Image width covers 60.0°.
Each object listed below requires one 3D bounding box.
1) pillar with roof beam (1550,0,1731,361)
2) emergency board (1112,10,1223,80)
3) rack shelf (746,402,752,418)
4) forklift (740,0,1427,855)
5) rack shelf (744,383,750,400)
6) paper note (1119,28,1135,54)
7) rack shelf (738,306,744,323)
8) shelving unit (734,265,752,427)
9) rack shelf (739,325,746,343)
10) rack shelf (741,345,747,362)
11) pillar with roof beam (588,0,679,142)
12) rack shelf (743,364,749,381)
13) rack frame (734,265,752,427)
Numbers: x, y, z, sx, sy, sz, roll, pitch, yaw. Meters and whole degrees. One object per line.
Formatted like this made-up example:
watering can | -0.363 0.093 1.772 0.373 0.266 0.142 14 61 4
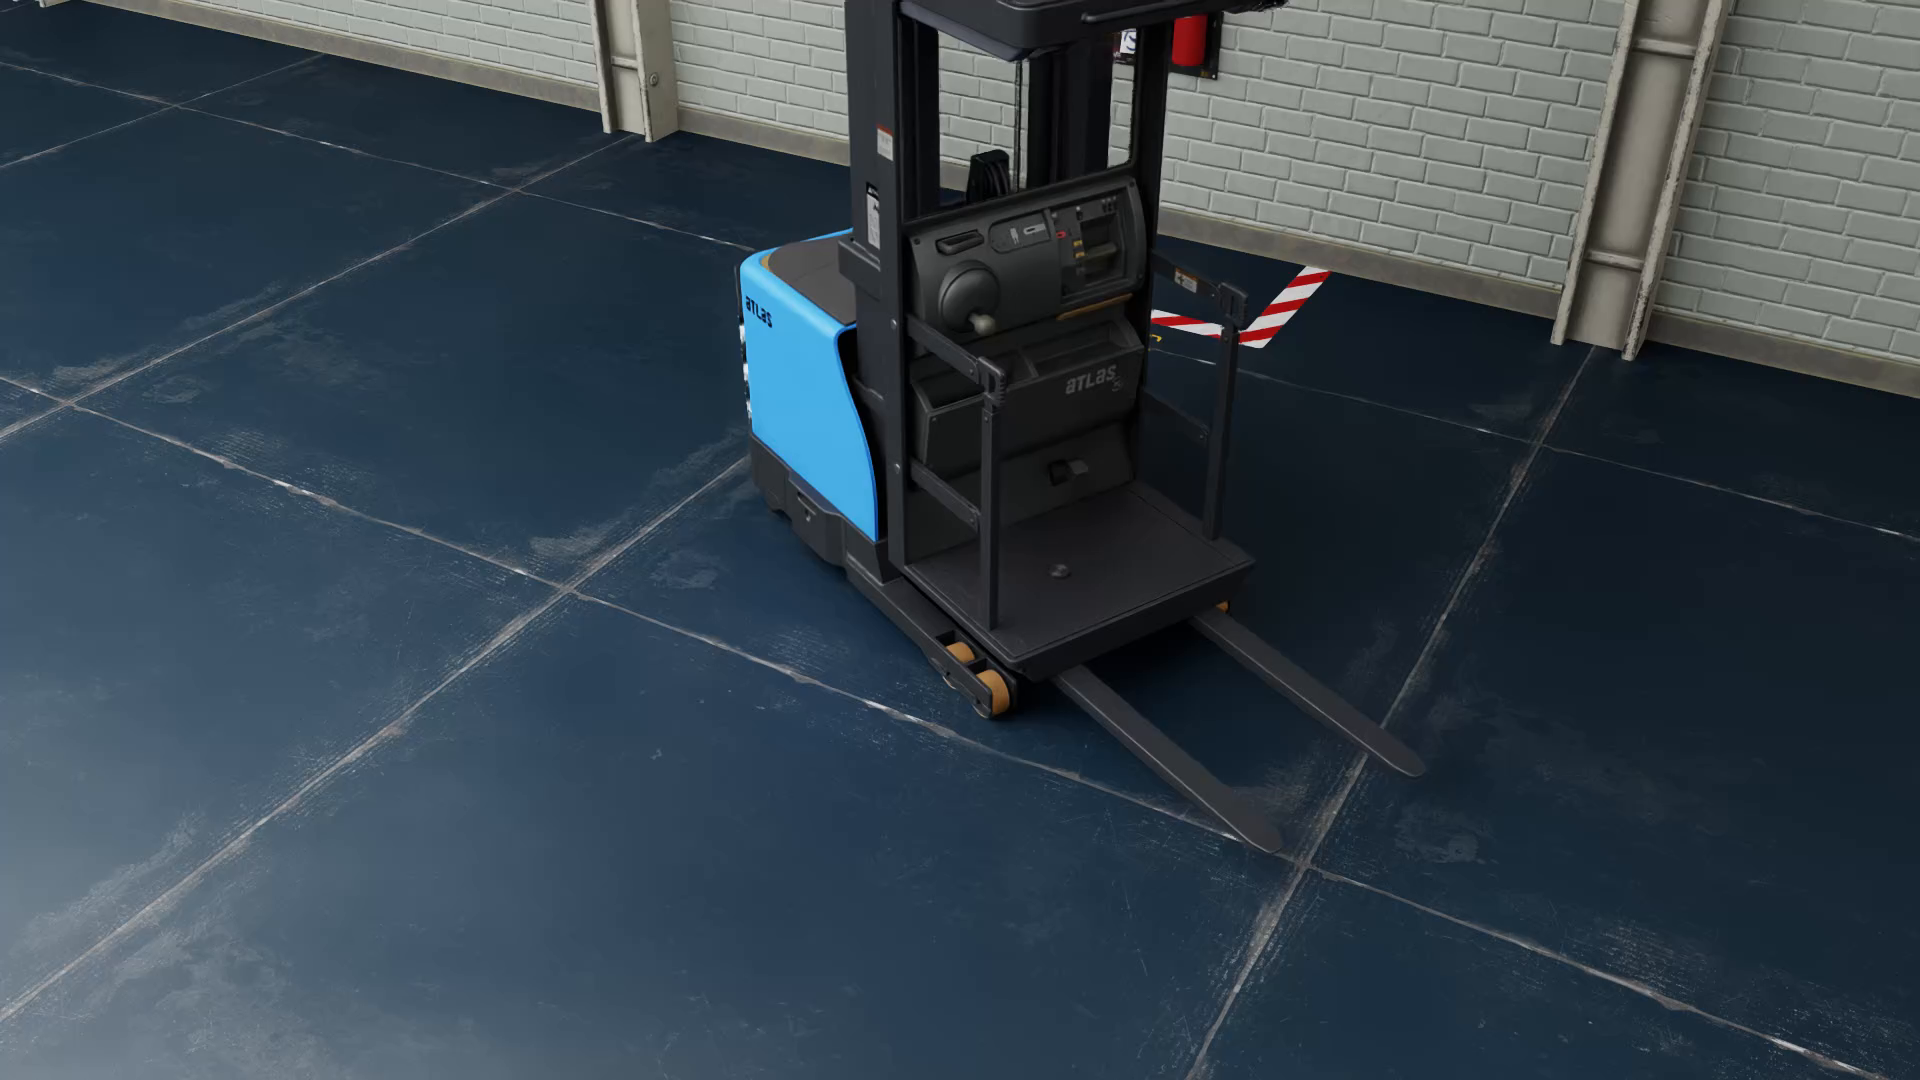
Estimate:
pillar with roof beam | 1.027 -2.668 2.638 0.400 9.000 9.100 18 37 24
emergency board | 1.036 -2.941 8.460 0.643 1.169 0.194 18 37 24
rack shelf | -0.756 -0.557 7.155 0.258 0.077 0.200 -22 38 -30
forklift | 0.362 -0.901 5.459 1.130 2.935 3.031 -20 39 -28
rack shelf | -0.757 -0.633 7.106 0.258 0.077 0.200 -22 38 -30
paper note | 0.917 -2.656 8.827 0.142 0.148 0.016 18 37 24
rack shelf | -0.763 -0.936 6.913 0.258 0.077 0.200 -22 38 -30
shelving unit | -0.759 -0.737 7.040 0.258 0.900 0.210 -22 38 -30
rack shelf | -0.761 -0.860 6.961 0.258 0.077 0.200 -22 38 -30
rack shelf | -0.760 -0.785 7.010 0.258 0.077 0.200 -22 38 -30
pillar with roof beam | -4.183 -4.318 5.116 0.400 9.000 9.100 18 37 24
rack shelf | -0.759 -0.709 7.058 0.258 0.077 0.200 -22 38 -30
rack frame | -0.819 -0.780 7.110 0.240 0.900 0.006 -22 38 -30
